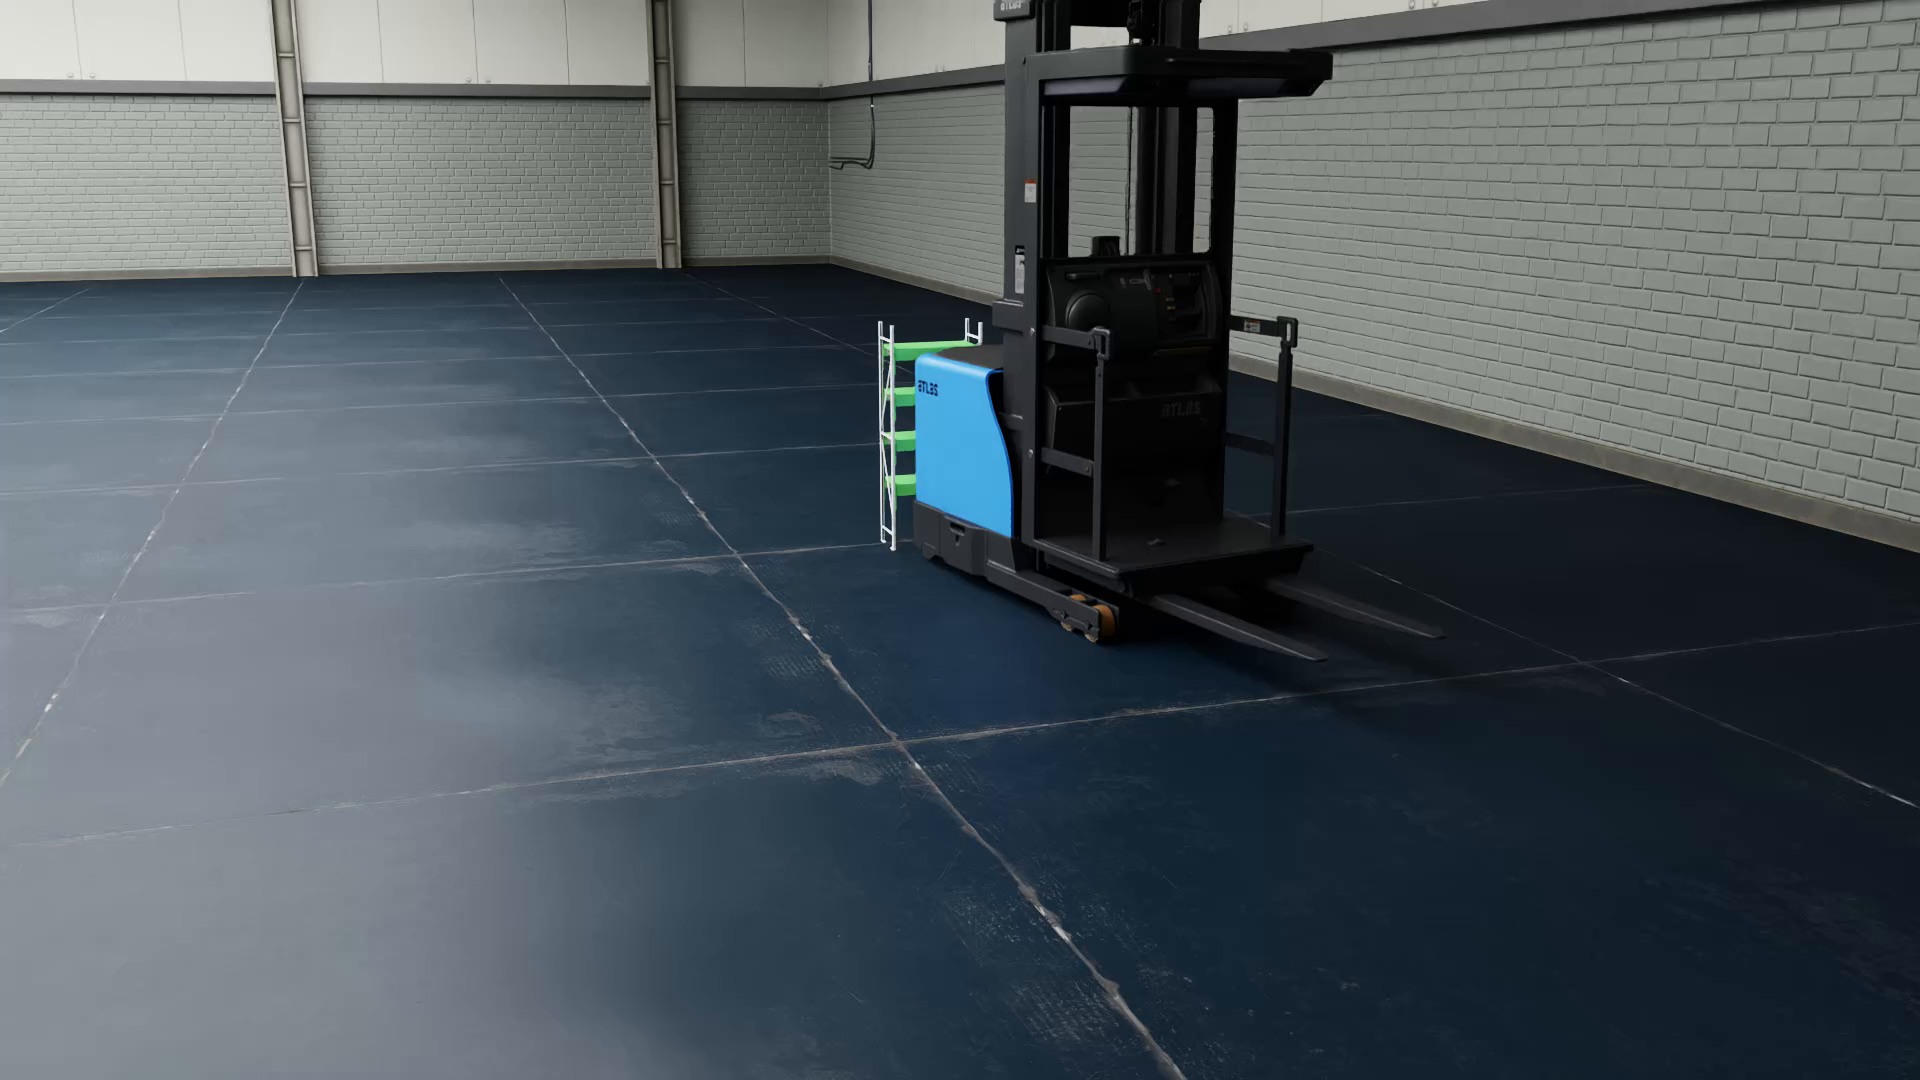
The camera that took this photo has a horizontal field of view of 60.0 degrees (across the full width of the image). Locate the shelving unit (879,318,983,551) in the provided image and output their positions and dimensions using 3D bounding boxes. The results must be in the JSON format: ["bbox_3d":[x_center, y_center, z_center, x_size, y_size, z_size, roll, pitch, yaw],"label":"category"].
[{"bbox_3d":[-0.157,-0.571,8.953,0.503,1.200,0.258,-4,14,-18],"label":"shelving unit"}]

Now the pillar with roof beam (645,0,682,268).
[{"bbox_3d":[-3.769,-8.252,24.389,0.400,9.000,9.100,-4,14,-18],"label":"pillar with roof beam"}]

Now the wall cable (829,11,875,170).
[{"bbox_3d":[-1.928,-7.613,28.413,0.112,2.526,3.097,-4,14,-18],"label":"wall cable"}]

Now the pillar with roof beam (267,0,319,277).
[{"bbox_3d":[-9.455,-7.809,22.528,0.400,9.000,9.100,-4,14,-18],"label":"pillar with roof beam"}]

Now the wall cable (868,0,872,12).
[{"bbox_3d":[-1.065,-9.477,25.334,0.112,2.526,3.097,-4,14,-18],"label":"wall cable"}]

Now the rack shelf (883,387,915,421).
[{"bbox_3d":[-0.157,-0.743,8.912,0.480,0.148,0.258,-4,14,-18],"label":"rack shelf"}]

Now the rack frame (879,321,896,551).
[{"bbox_3d":[-0.388,-0.553,8.877,0.015,1.200,0.240,-4,14,-18],"label":"rack frame"}]

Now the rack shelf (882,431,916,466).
[{"bbox_3d":[-0.157,-0.509,8.967,0.480,0.148,0.258,-4,14,-18],"label":"rack shelf"}]

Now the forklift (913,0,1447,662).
[{"bbox_3d":[0.907,-1.098,7.426,1.130,2.935,3.031,-7,15,-28],"label":"forklift"}]

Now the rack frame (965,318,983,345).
[{"bbox_3d":[0.074,-0.590,9.028,0.015,1.200,0.240,-4,14,-18],"label":"rack frame"}]

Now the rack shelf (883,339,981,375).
[{"bbox_3d":[-0.157,-0.976,8.856,0.480,0.148,0.258,-4,14,-18],"label":"rack shelf"}]

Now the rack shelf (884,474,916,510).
[{"bbox_3d":[-0.157,-0.276,9.023,0.480,0.148,0.258,-4,14,-18],"label":"rack shelf"}]
